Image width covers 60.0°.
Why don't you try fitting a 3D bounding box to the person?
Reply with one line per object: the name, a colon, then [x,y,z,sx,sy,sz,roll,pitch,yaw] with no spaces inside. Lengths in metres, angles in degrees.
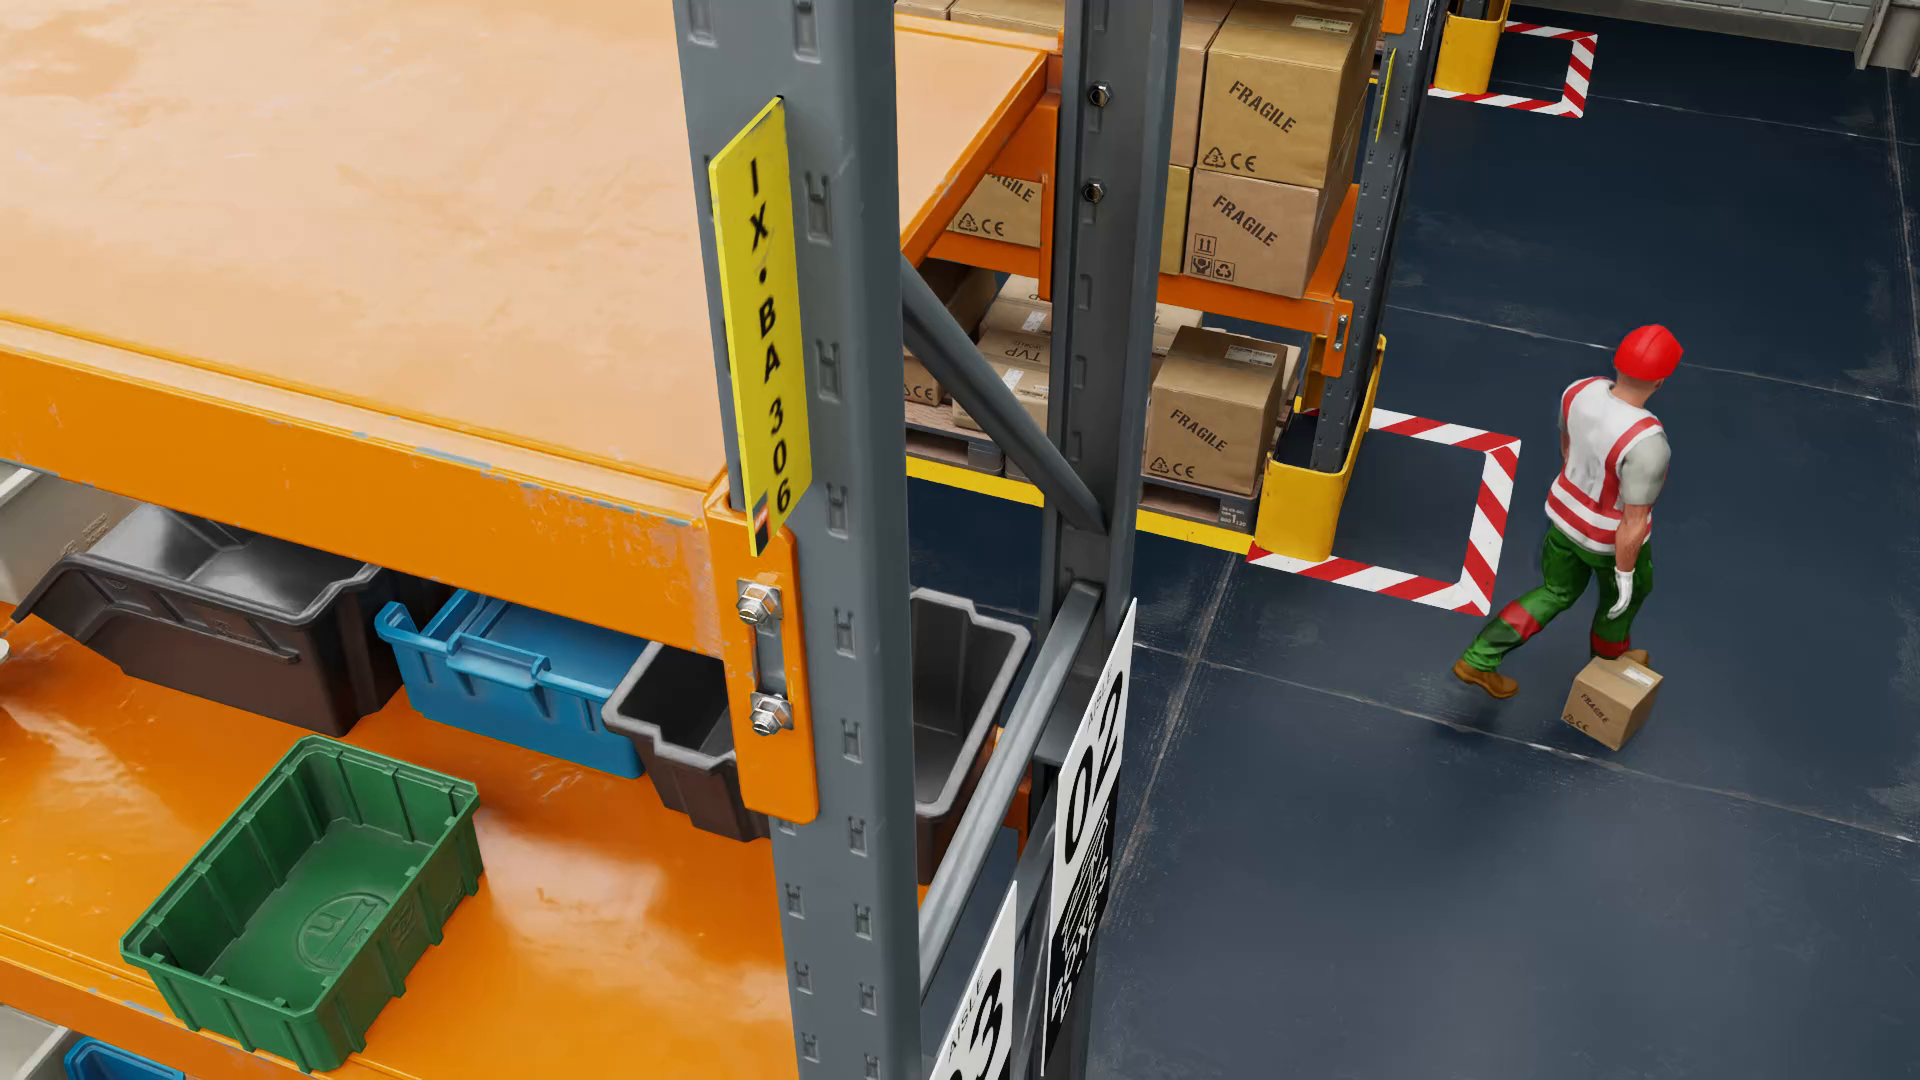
person: [2.448,-0.043,6.299,0.871,1.763,0.617,-14,43,-16]
